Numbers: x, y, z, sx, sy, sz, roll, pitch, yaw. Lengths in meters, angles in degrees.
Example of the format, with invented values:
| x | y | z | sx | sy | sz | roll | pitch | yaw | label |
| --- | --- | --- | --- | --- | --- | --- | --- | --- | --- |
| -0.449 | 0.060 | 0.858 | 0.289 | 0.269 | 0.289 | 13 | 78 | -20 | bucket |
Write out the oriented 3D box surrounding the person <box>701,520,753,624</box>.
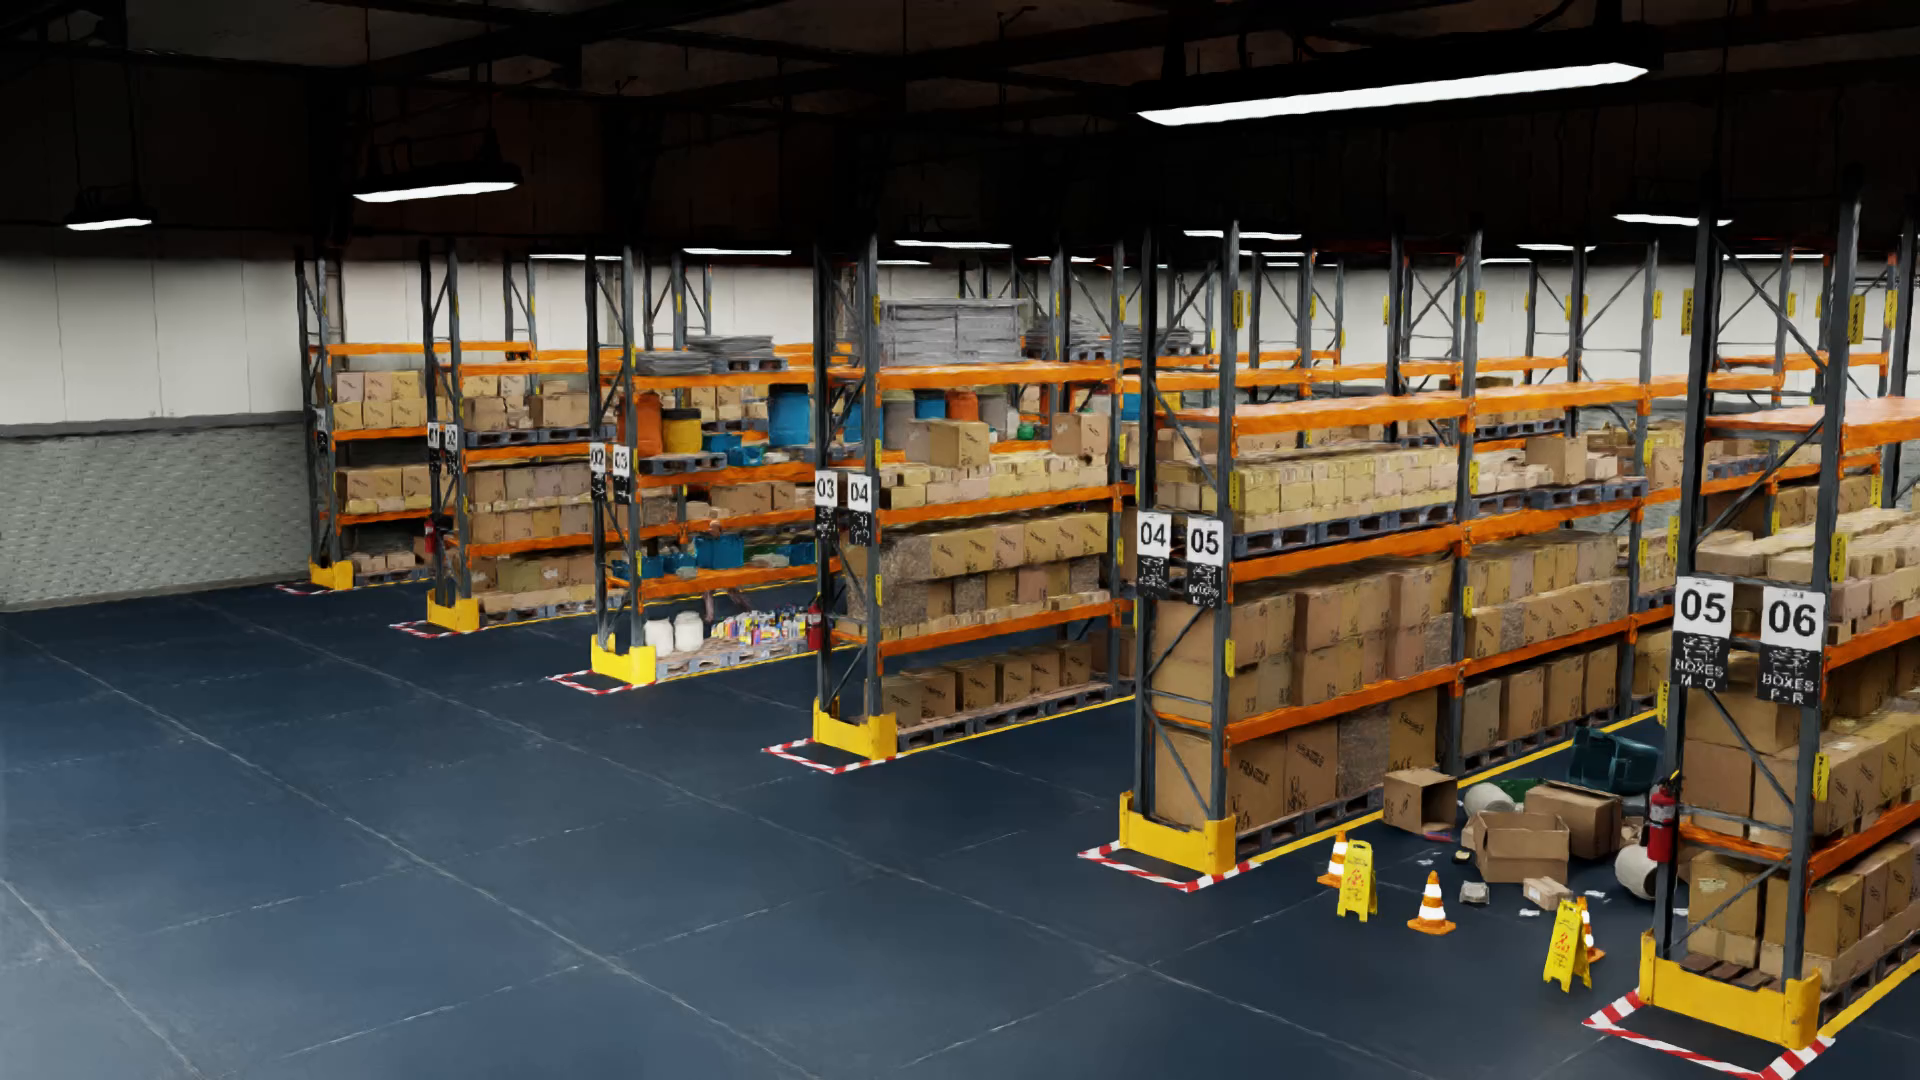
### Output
| x | y | z | sx | sy | sz | roll | pitch | yaw | label |
| --- | --- | --- | --- | --- | --- | --- | --- | --- | --- |
| -3.646 | 0.509 | 26.236 | 0.813 | 1.669 | 0.568 | -3 | 9 | -22 | person |
